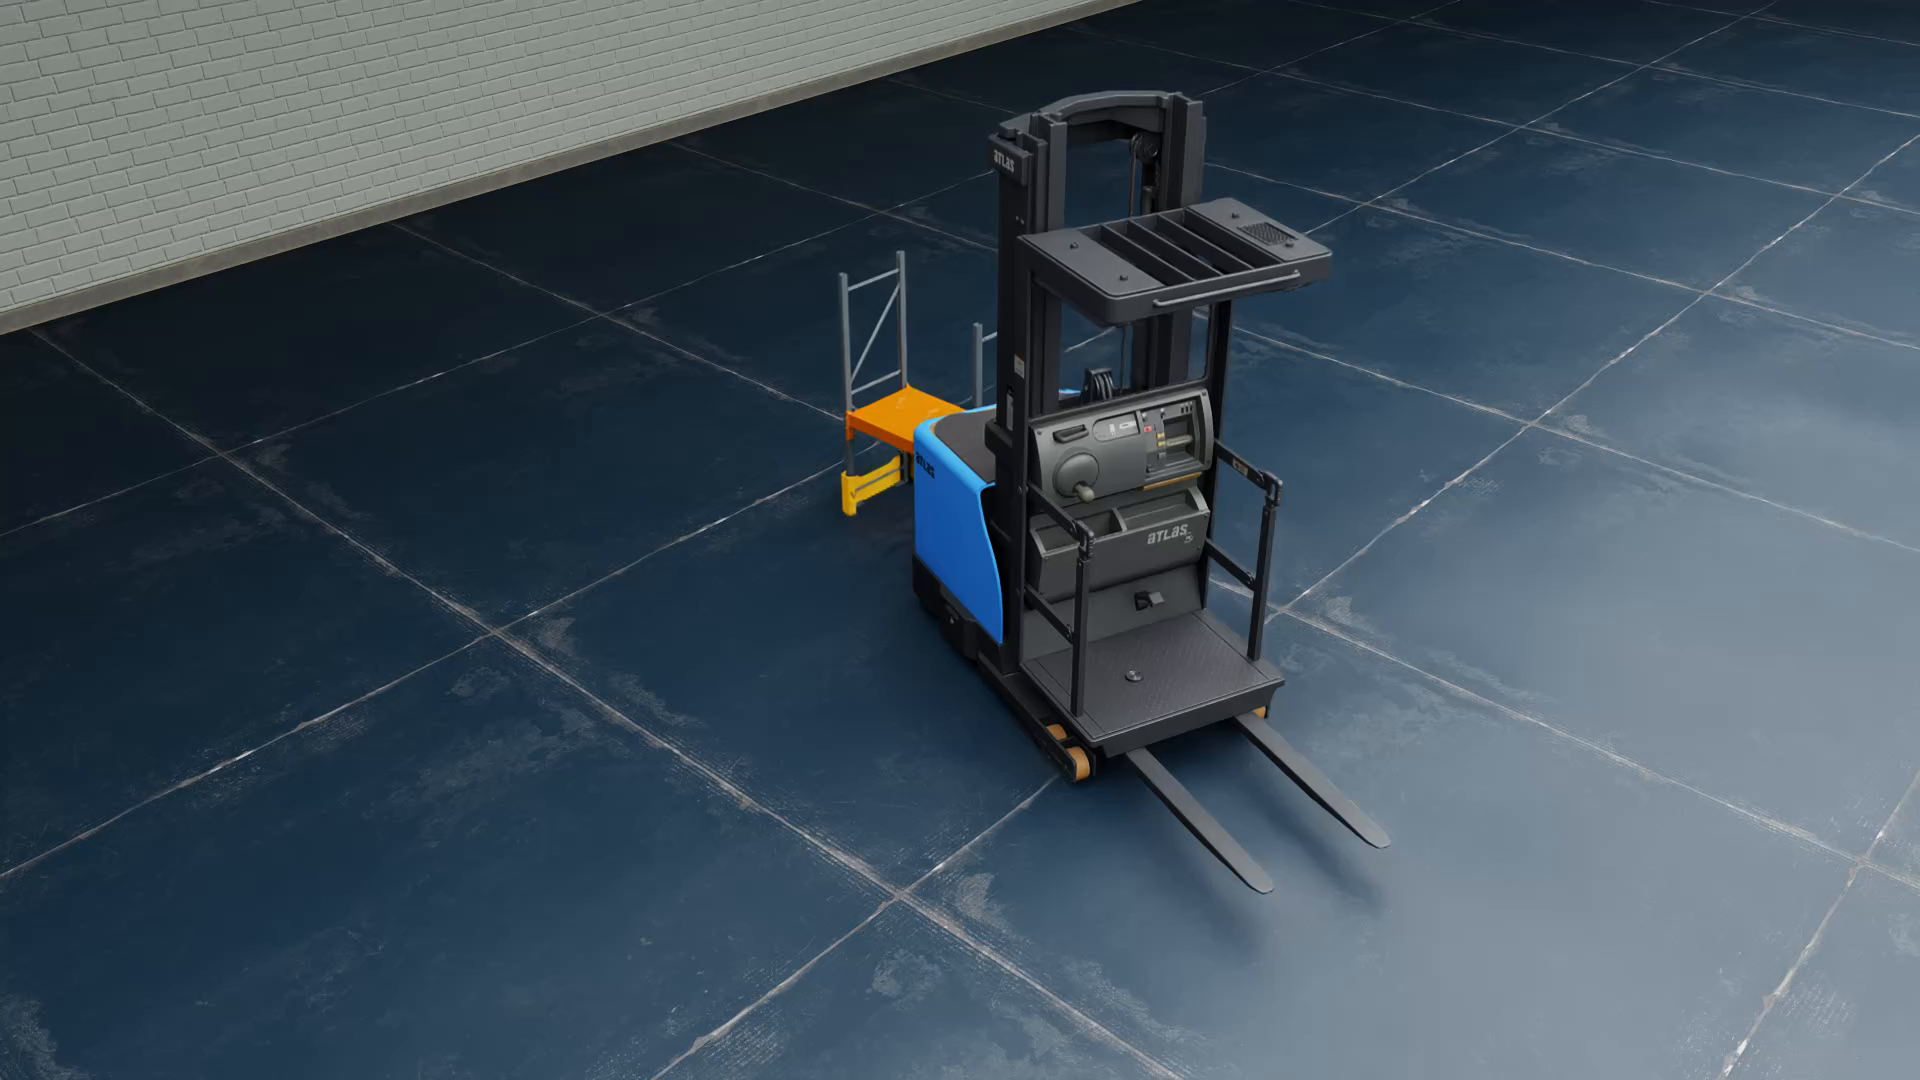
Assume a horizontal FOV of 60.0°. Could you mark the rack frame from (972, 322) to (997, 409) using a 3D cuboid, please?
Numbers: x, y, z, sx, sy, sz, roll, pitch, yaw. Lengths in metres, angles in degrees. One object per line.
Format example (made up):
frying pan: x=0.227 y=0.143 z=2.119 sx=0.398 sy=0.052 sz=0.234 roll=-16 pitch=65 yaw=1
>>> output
rack frame: x=0.247 y=-0.566 z=9.181 sx=0.032 sy=1.500 sz=0.500 roll=26 pitch=39 yaw=36

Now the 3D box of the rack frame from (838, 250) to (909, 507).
rack frame: x=-0.498 y=-0.923 z=9.774 sx=0.032 sy=1.500 sz=0.500 roll=26 pitch=39 yaw=36

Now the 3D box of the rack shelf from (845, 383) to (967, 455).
rack shelf: x=-0.126 y=-0.591 z=9.570 sx=1.000 sy=0.185 sz=0.538 roll=26 pitch=39 yaw=36

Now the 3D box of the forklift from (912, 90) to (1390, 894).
forklift: x=0.858 y=-0.383 z=7.489 sx=1.130 sy=2.935 sz=3.031 roll=-15 pitch=34 yaw=-23

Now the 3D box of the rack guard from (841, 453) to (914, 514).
rack guard: x=-0.484 y=-0.381 z=10.085 sx=0.087 sy=0.250 sz=0.587 roll=26 pitch=39 yaw=36

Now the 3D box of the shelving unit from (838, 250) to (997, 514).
shelving unit: x=-0.119 y=-0.742 z=9.472 sx=1.083 sy=1.500 sz=0.587 roll=26 pitch=39 yaw=36
